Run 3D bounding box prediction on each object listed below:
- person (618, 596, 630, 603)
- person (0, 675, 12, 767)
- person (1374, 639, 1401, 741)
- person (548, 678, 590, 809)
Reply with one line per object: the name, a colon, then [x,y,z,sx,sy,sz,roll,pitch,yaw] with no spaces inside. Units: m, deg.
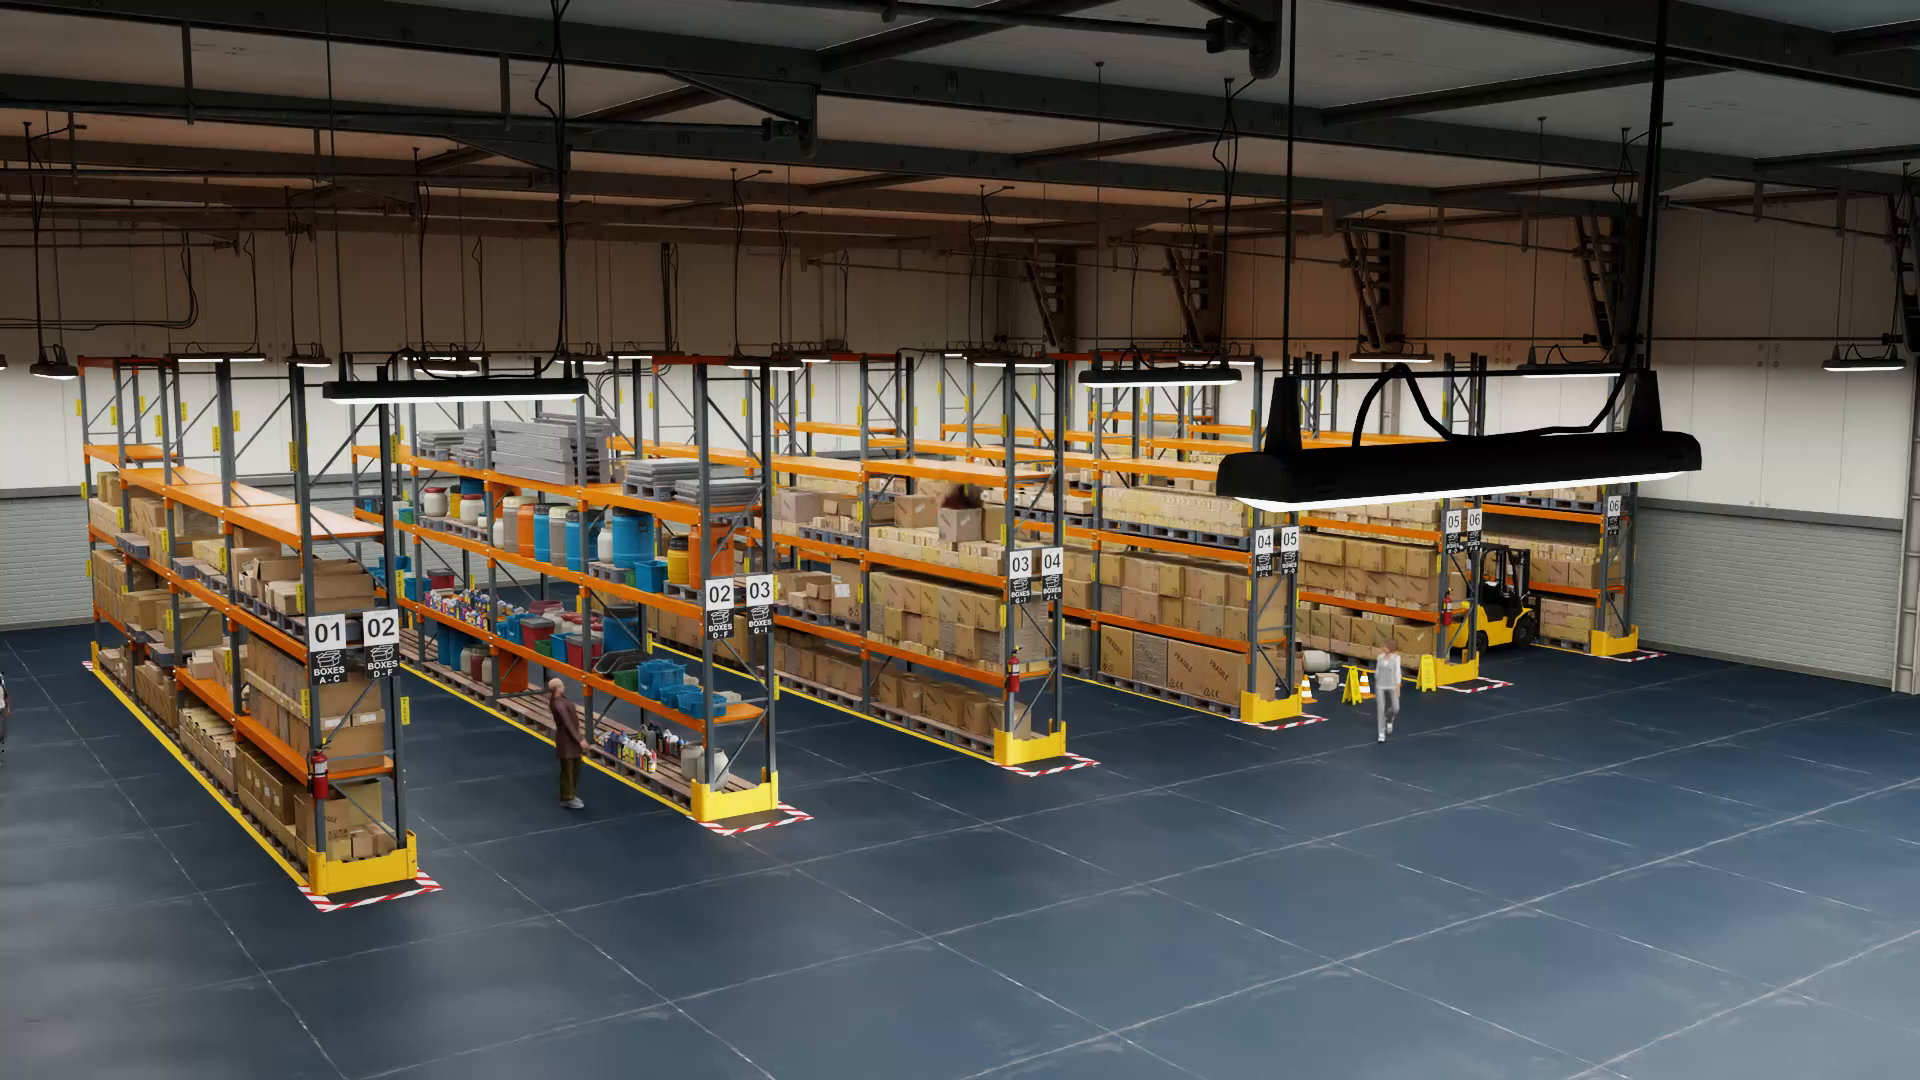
person: [-6.053,1.792,30.338,1.048,1.747,0.618,7,10,44]
person: [-14.440,2.512,24.729,0.900,1.640,0.558,7,10,43]
person: [6.737,2.357,26.252,0.393,1.583,0.475,1,7,5]
person: [-5.277,2.751,22.547,0.606,1.818,0.680,0,7,0]
